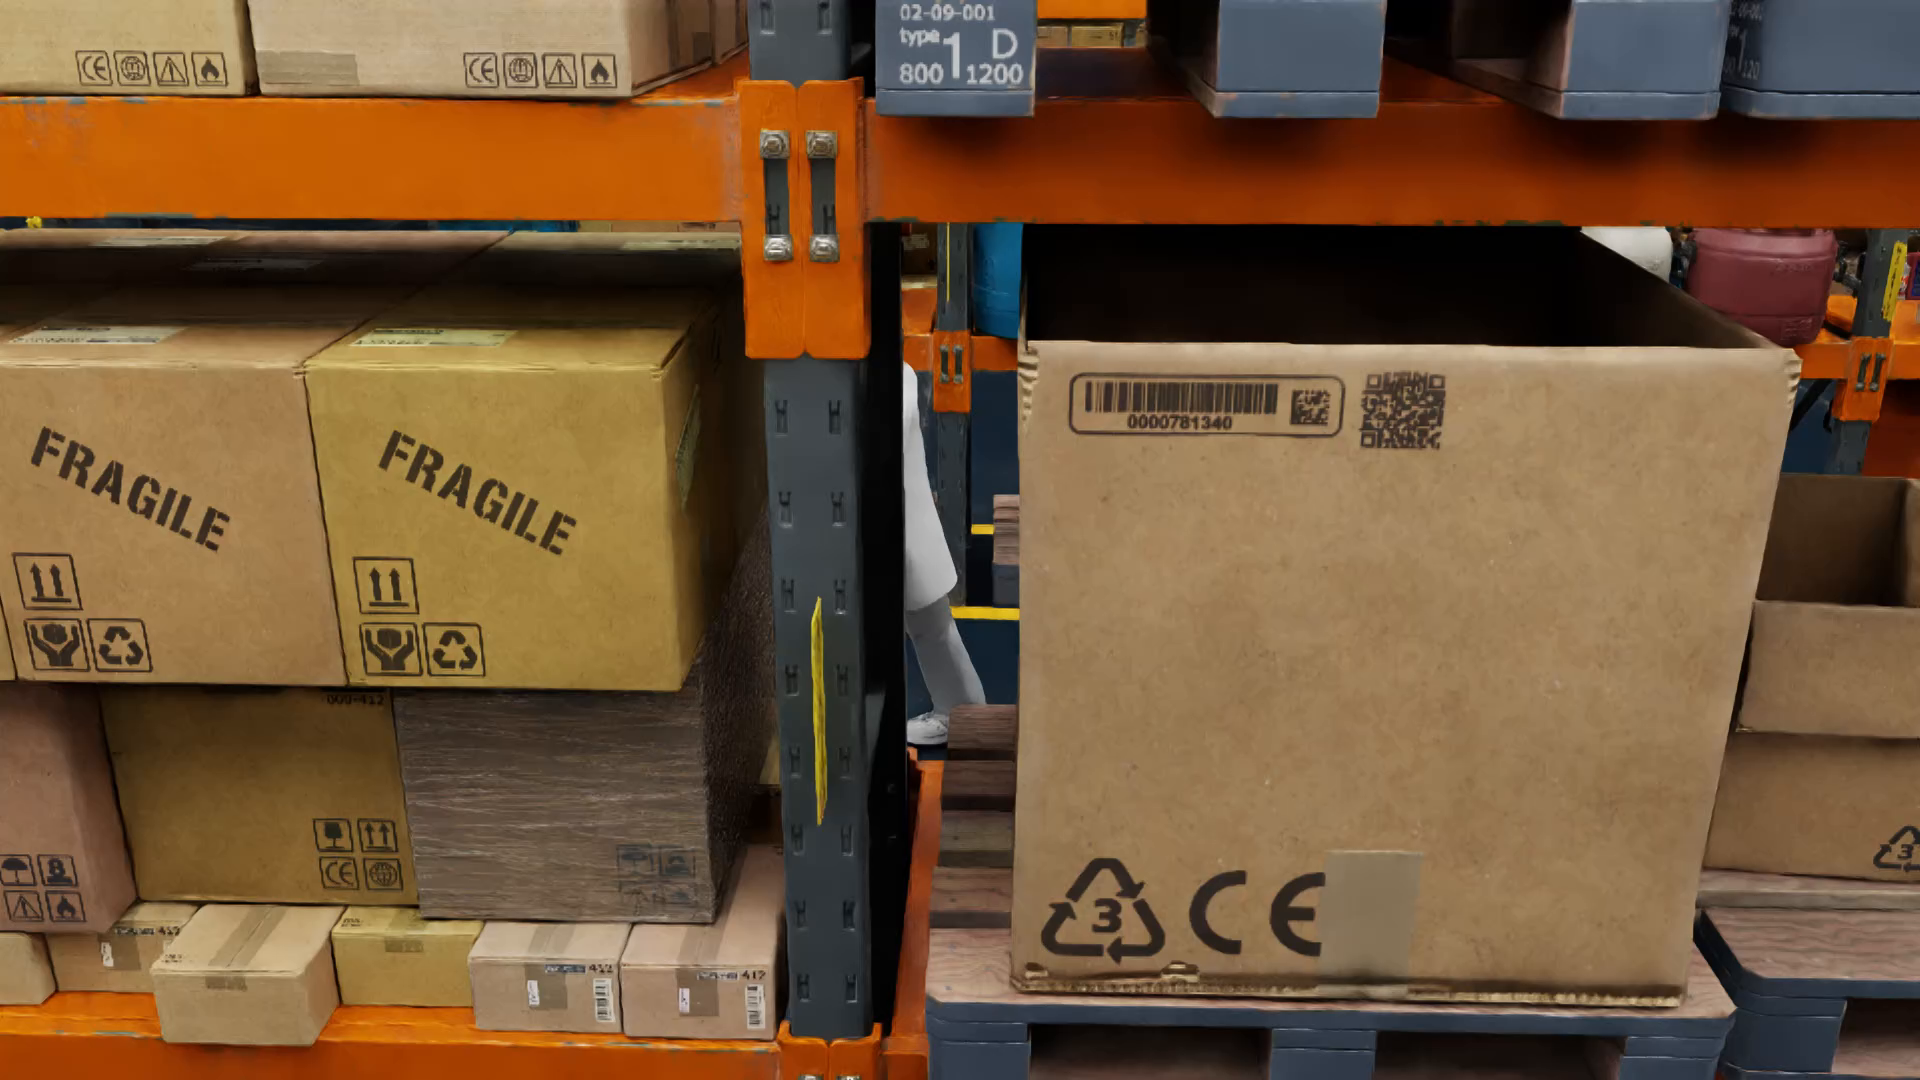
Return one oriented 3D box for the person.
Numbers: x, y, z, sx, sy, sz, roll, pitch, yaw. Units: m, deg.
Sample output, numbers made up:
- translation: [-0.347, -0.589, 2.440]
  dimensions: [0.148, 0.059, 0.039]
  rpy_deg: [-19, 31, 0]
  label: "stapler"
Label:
- translation: [-0.350, -0.032, 6.159]
  dimensions: [0.948, 1.737, 0.610]
  rpy_deg: [-3, 21, -7]
  label: "person"
